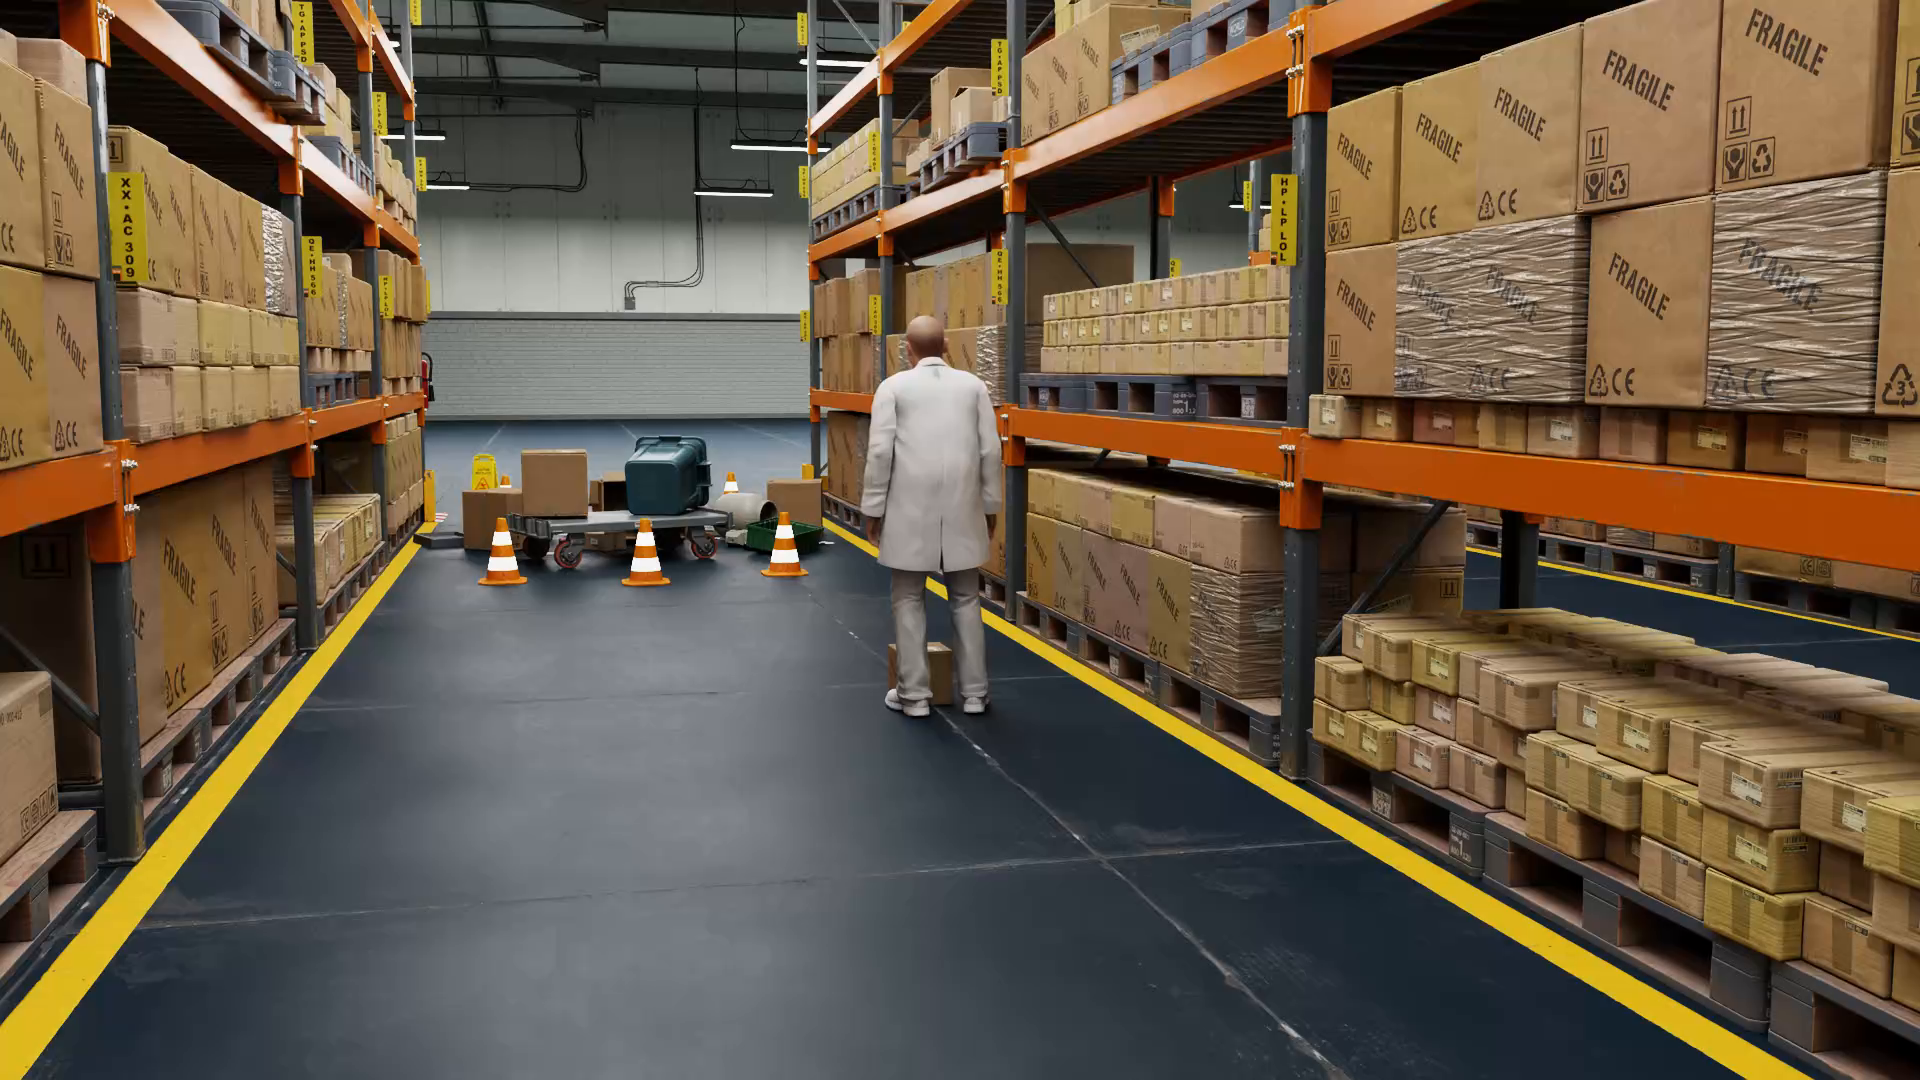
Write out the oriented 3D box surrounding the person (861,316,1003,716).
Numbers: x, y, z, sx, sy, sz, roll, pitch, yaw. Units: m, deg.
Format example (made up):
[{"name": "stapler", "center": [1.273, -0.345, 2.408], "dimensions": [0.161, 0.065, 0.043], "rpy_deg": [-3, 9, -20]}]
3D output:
[{"name": "person", "center": [-0.121, -0.110, 7.437], "dimensions": [0.651, 1.774, 0.416], "rpy_deg": [-2, 6, -14]}]
